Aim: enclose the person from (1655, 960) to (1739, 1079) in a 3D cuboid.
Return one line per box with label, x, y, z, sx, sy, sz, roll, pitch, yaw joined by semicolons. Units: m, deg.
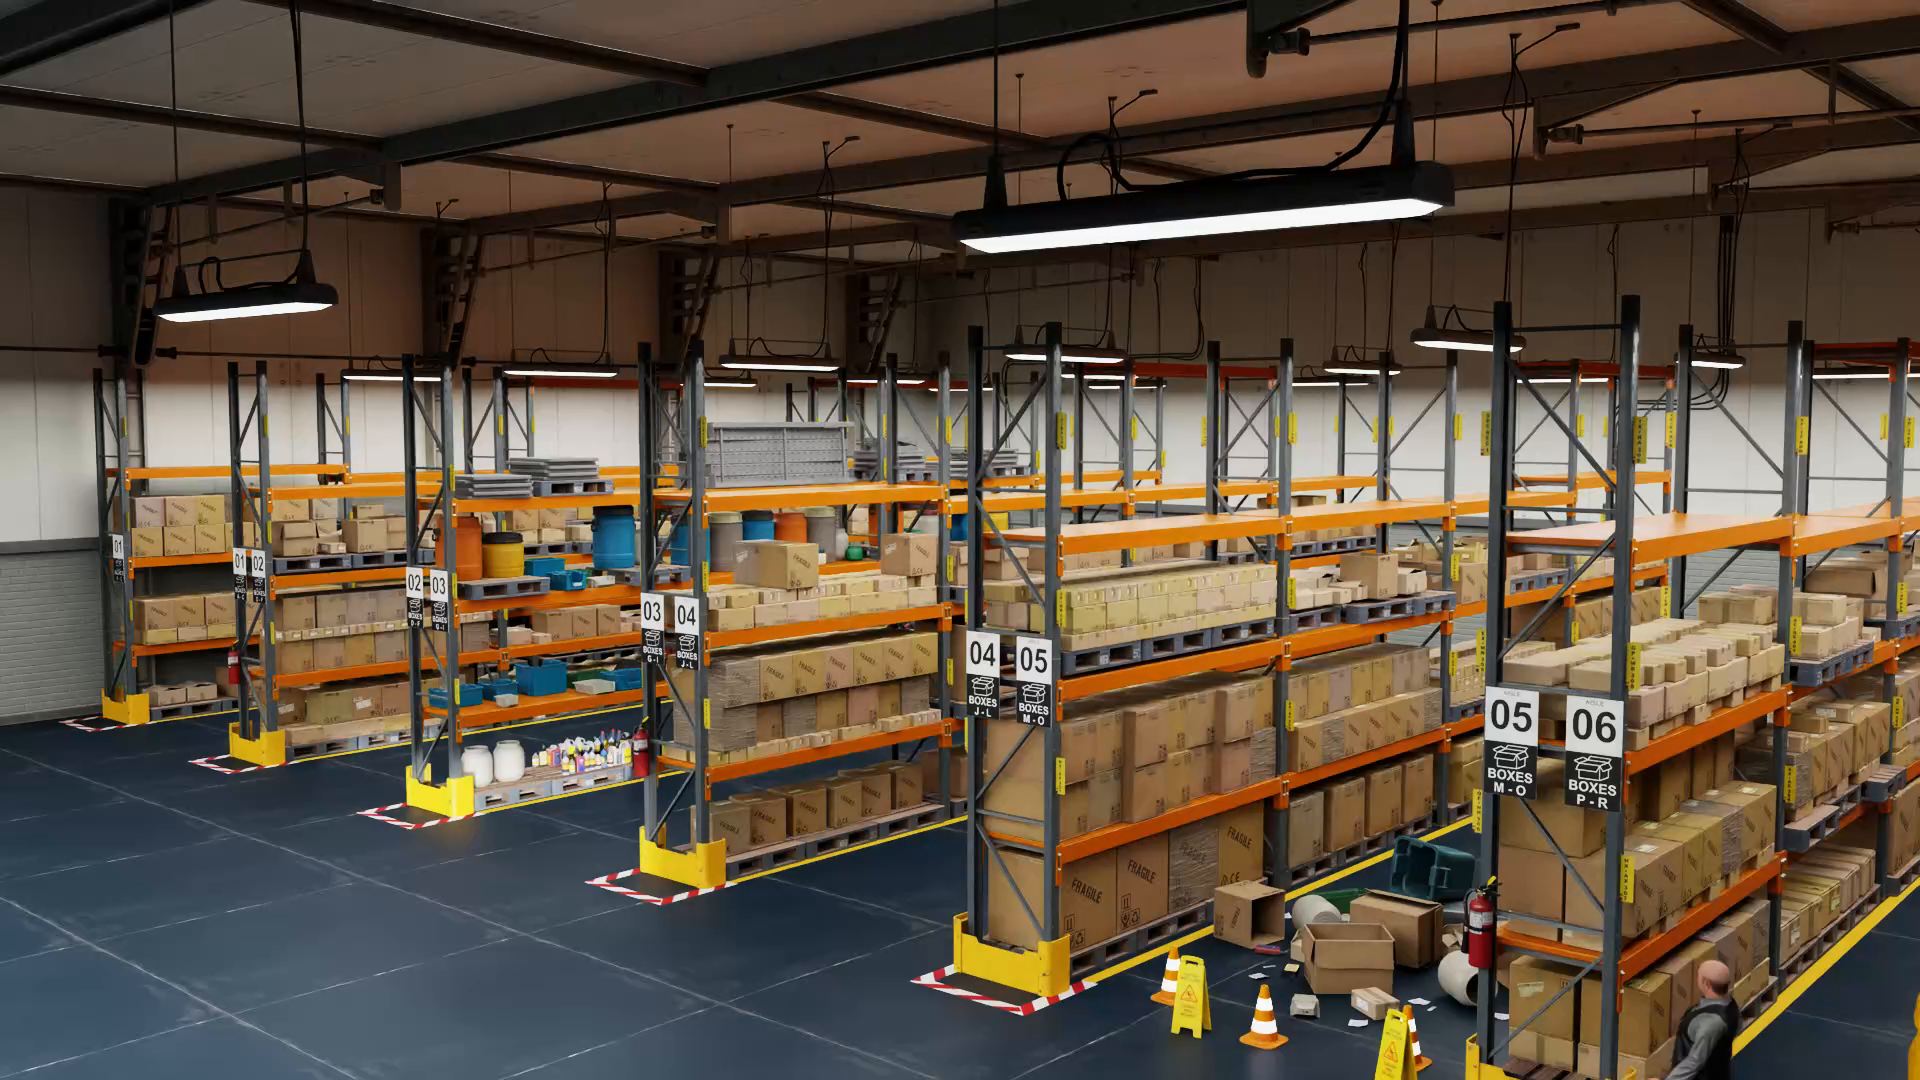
person;4.679;3.523;10.715;0.613;1.704;0.596;1;4;18
